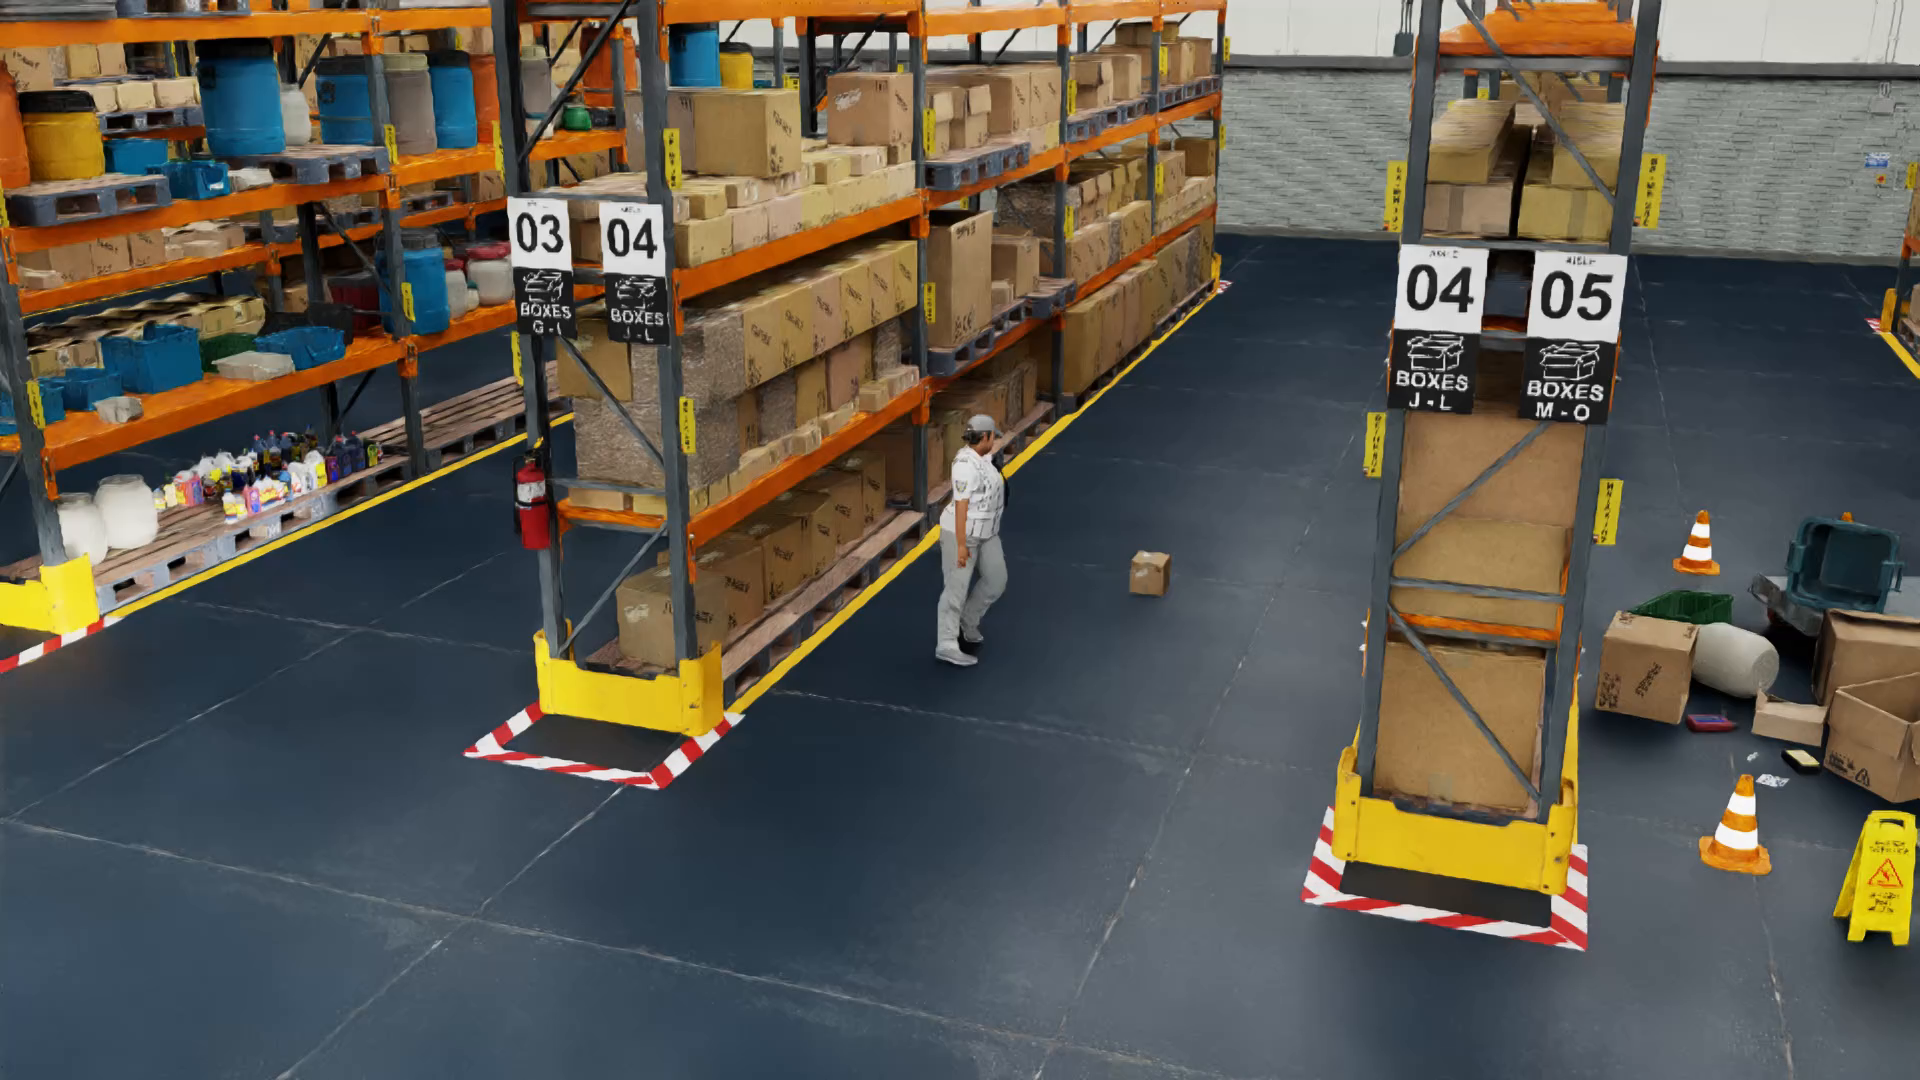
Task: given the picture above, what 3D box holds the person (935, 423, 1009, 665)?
[{"bbox_3d":[0.059,-0.014,11.163,0.401,1.620,0.600,10,21,27],"label":"person"}]
